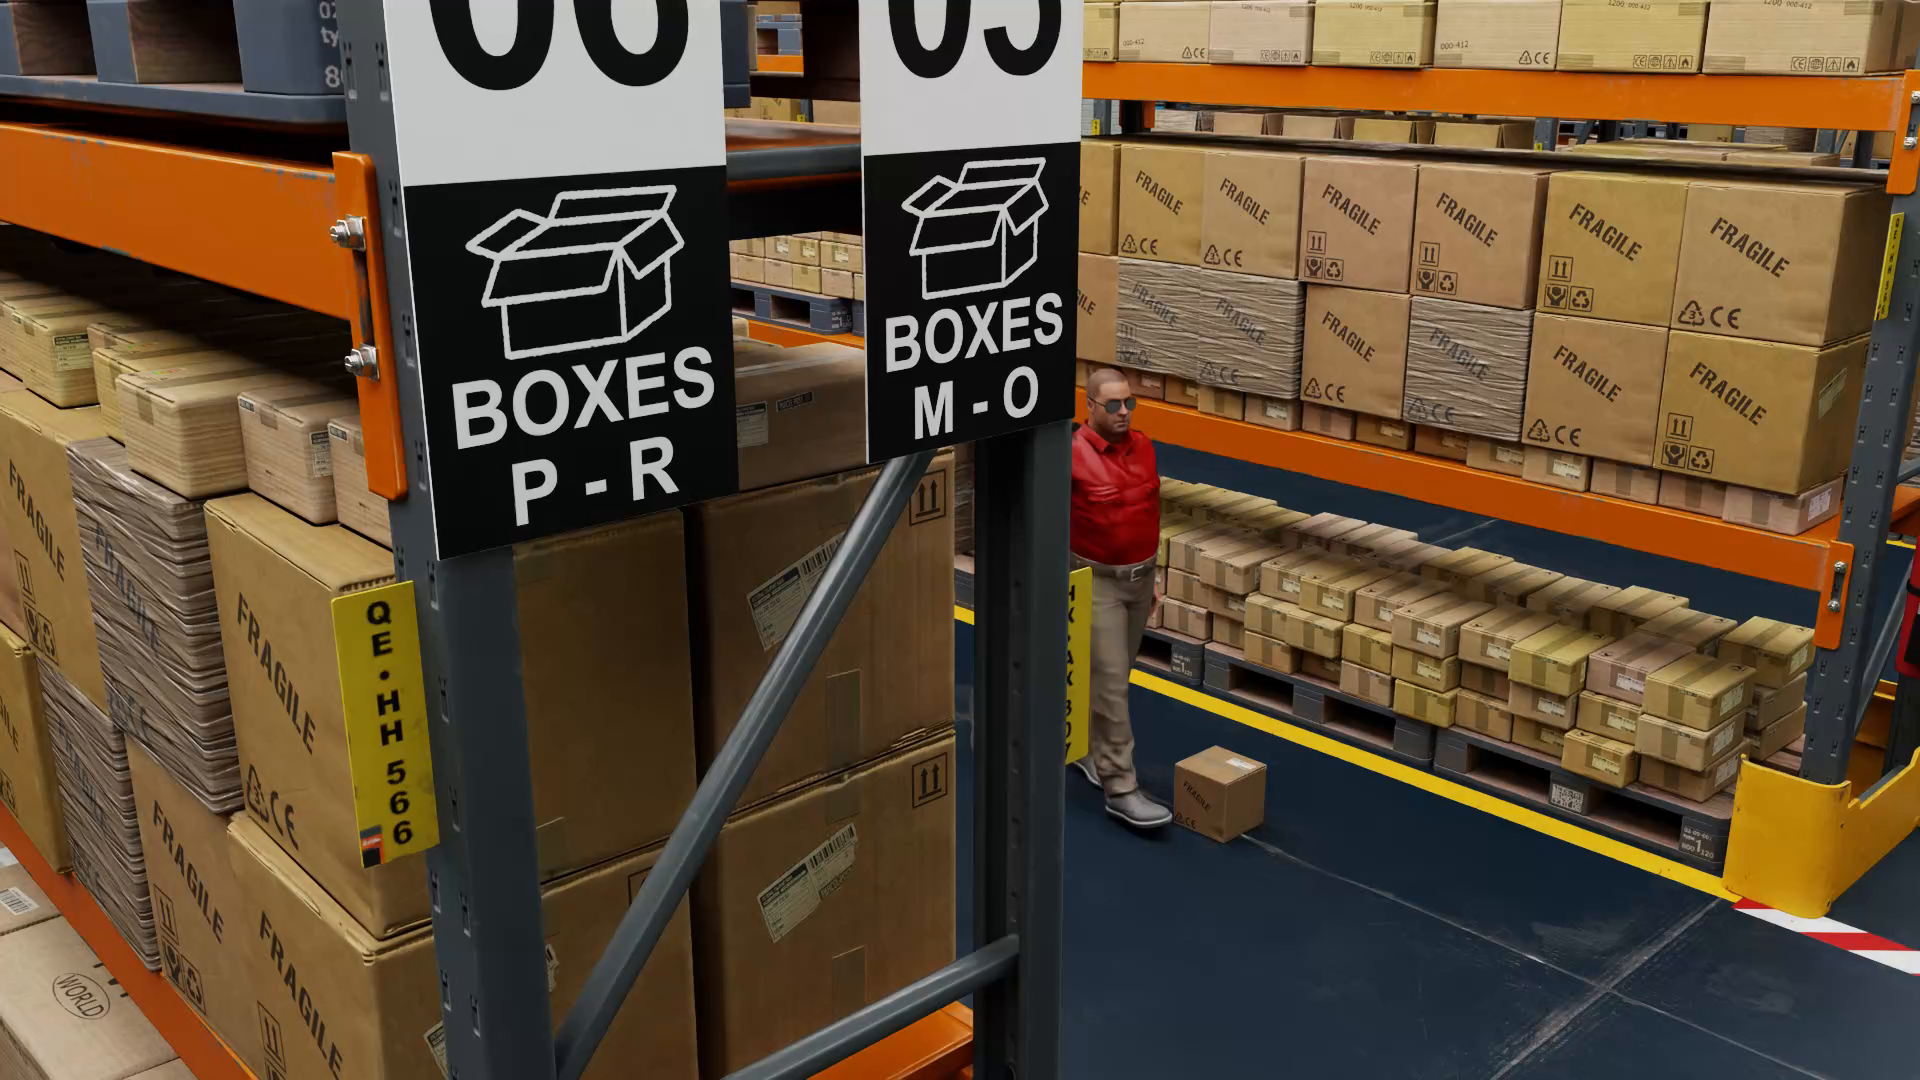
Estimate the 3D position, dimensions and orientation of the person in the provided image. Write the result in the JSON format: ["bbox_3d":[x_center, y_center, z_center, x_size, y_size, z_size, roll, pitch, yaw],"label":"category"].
[{"bbox_3d":[0.648,0.208,6.390,0.553,1.713,0.743,-13,22,-37],"label":"person"}]
